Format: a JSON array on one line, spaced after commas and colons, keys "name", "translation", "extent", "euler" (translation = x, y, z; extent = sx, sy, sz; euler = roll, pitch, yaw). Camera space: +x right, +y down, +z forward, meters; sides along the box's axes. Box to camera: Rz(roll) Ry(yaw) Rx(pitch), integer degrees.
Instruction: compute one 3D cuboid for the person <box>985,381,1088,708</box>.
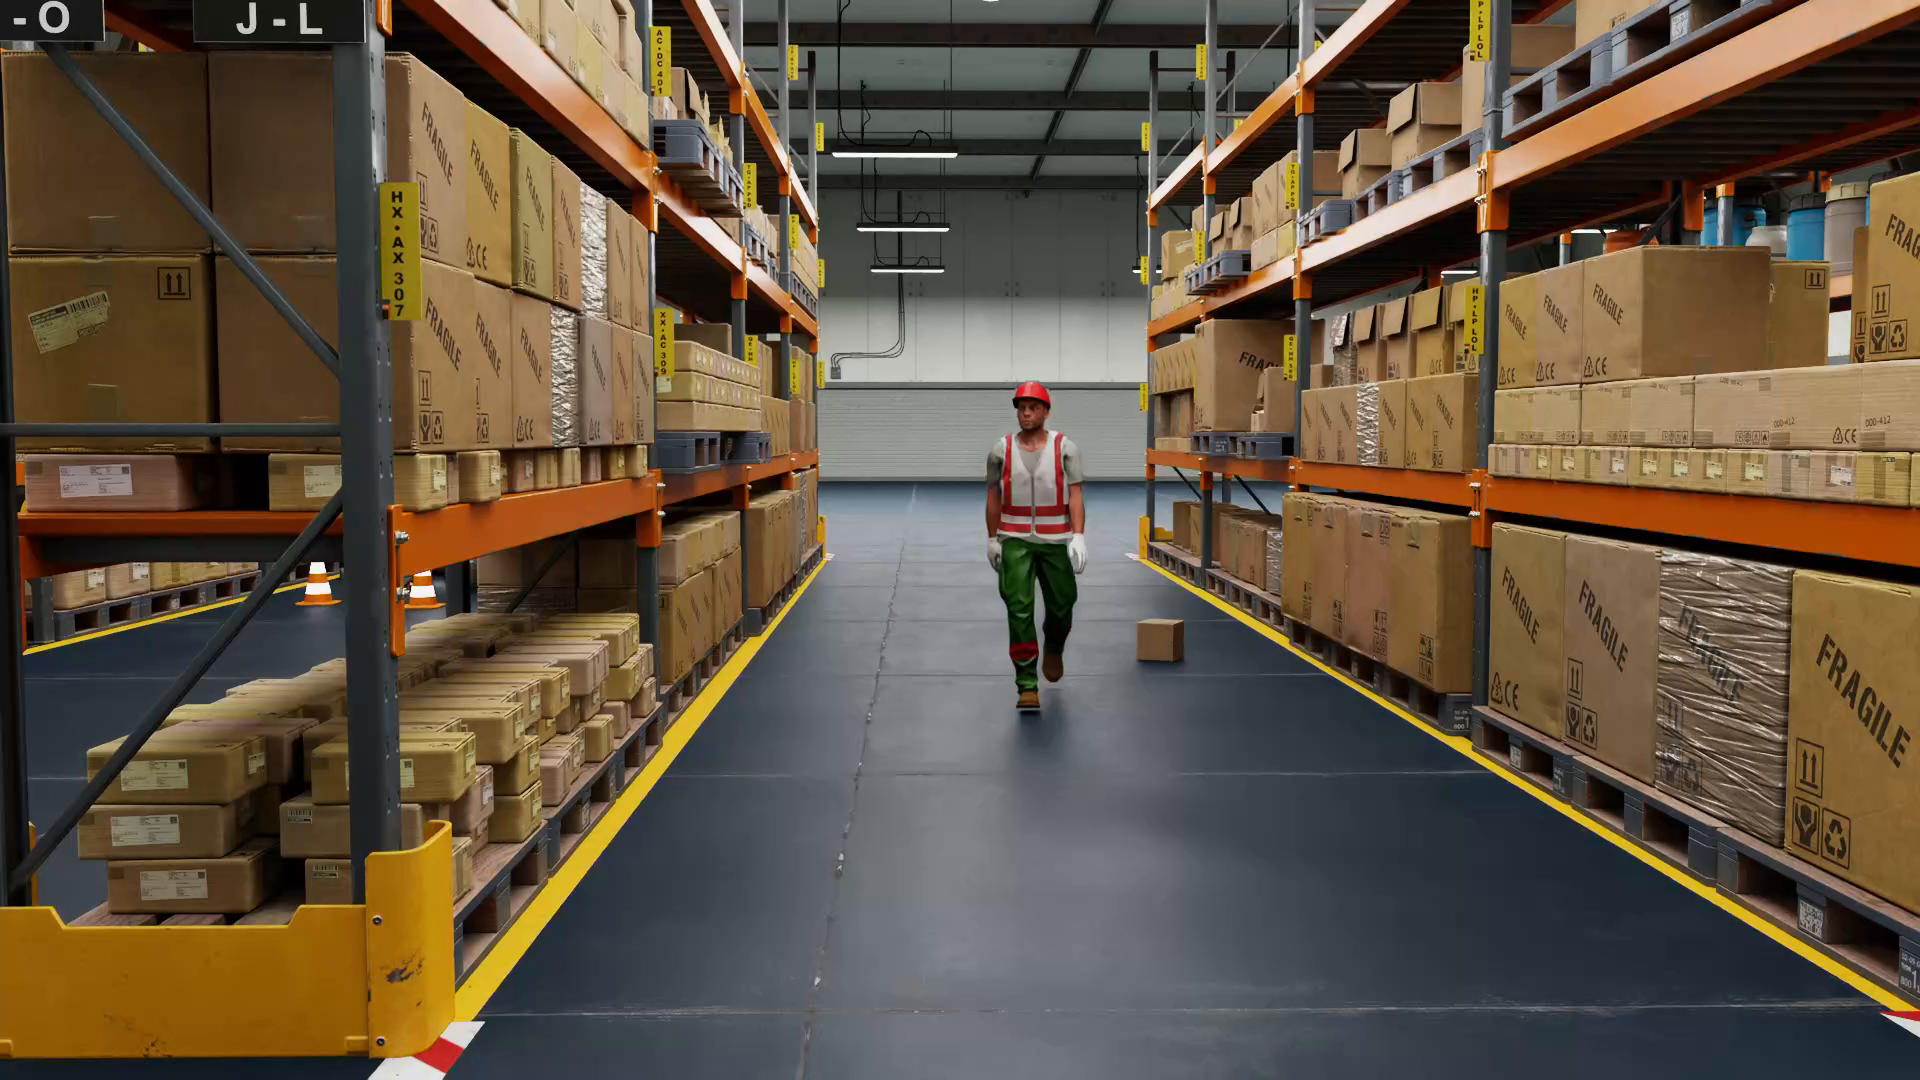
[{"name": "person", "translation": [0.421, 0.011, 9.166], "extent": [0.571, 1.762, 0.853], "euler": [0, 4, 4]}]
